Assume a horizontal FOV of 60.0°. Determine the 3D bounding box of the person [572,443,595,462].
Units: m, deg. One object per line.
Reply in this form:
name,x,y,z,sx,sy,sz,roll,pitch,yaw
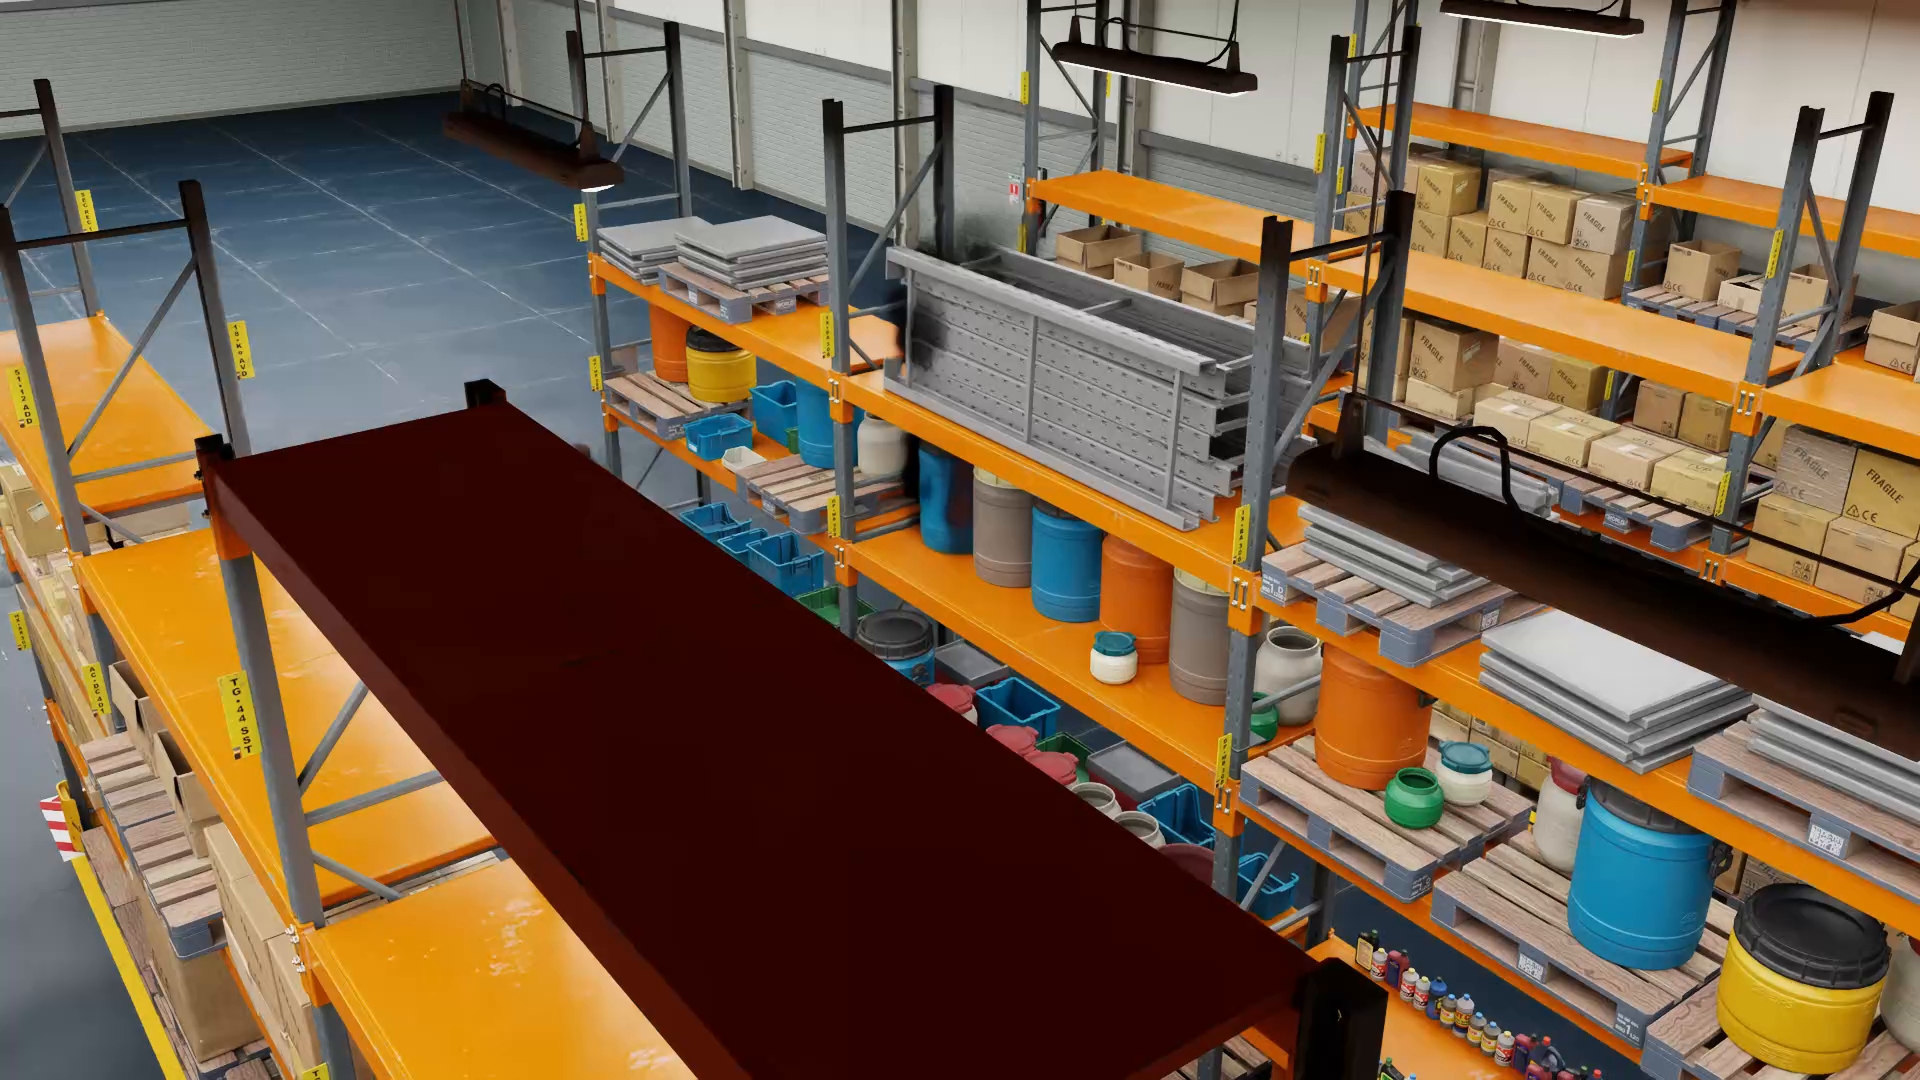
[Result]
person,-3.928,-0.238,17.448,0.876,1.655,0.581,0,25,1
